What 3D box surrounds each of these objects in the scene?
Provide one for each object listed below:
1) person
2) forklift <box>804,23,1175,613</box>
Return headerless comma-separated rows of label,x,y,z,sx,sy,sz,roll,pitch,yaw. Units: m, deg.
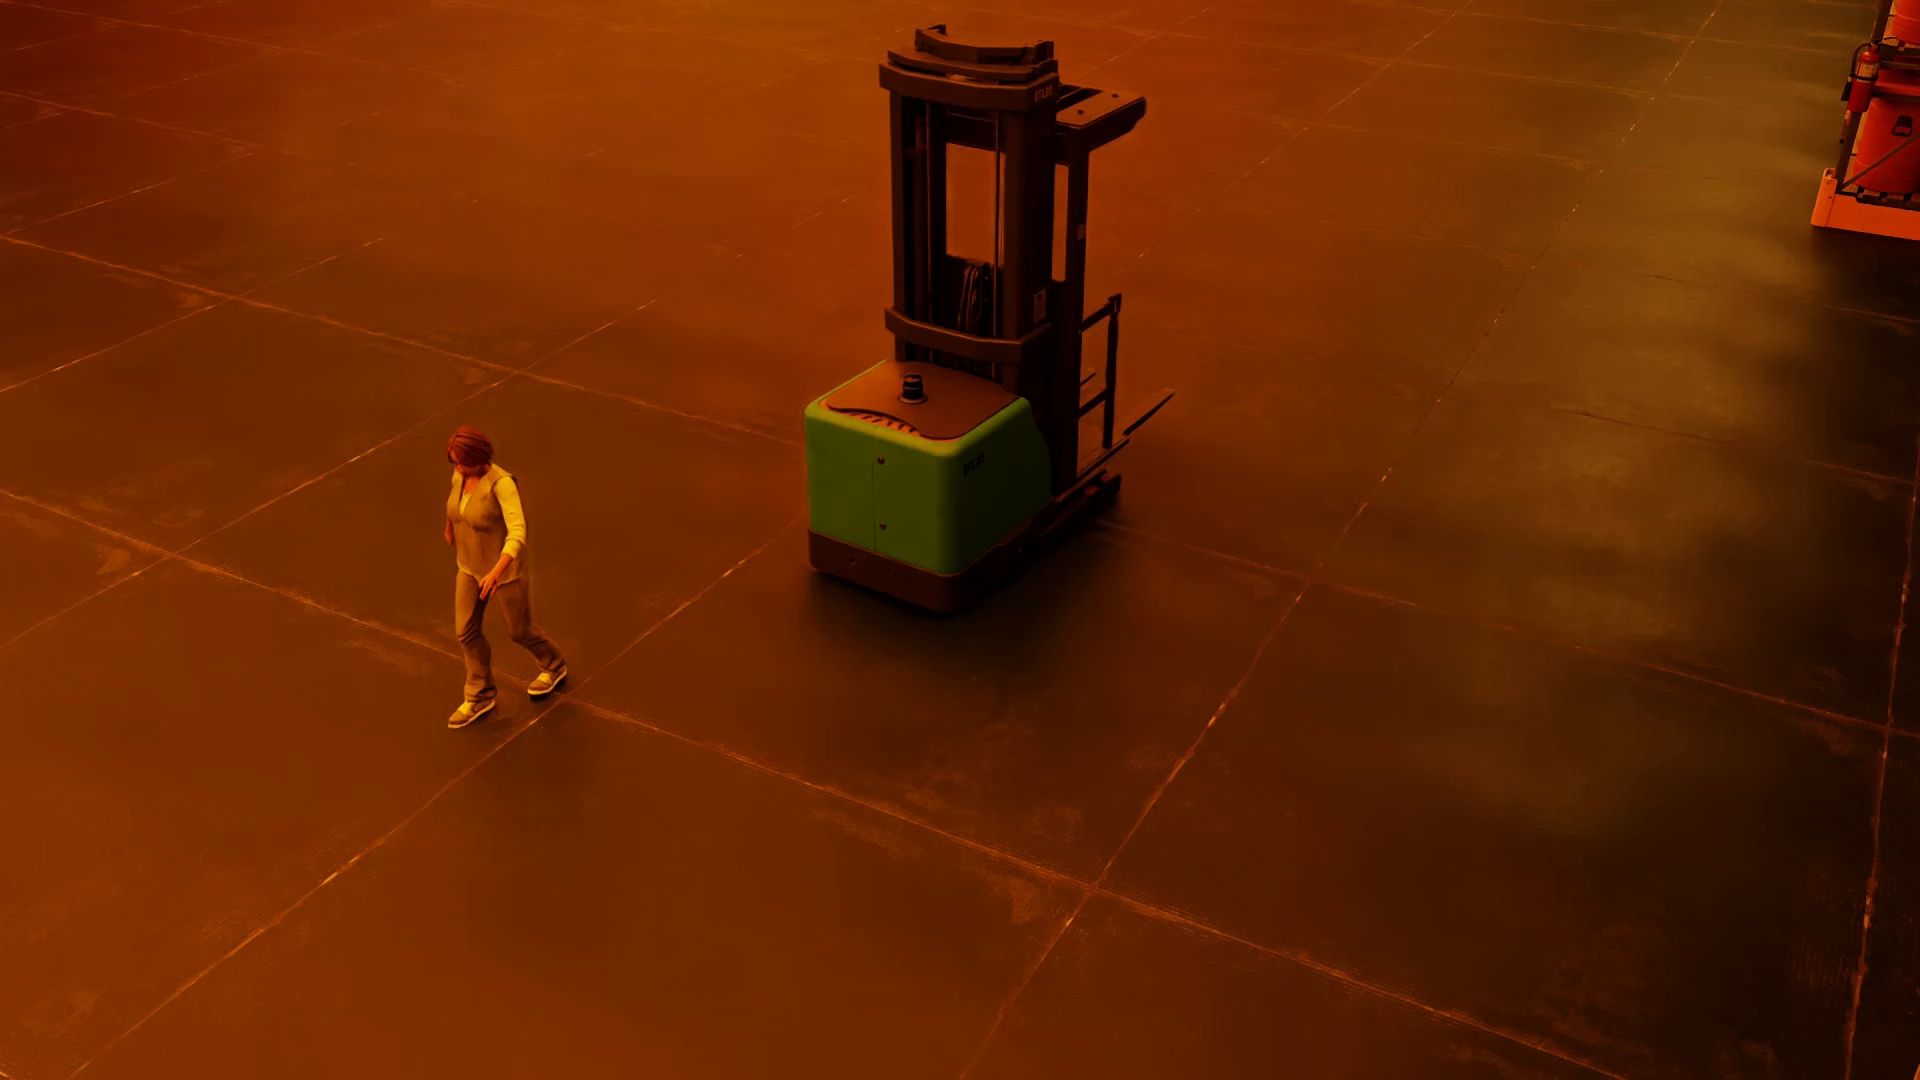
person,-2.341,0.158,8.174,0.822,1.579,0.708,18,34,28
forklift,0.353,-1.559,9.772,1.130,2.935,3.031,18,35,28
